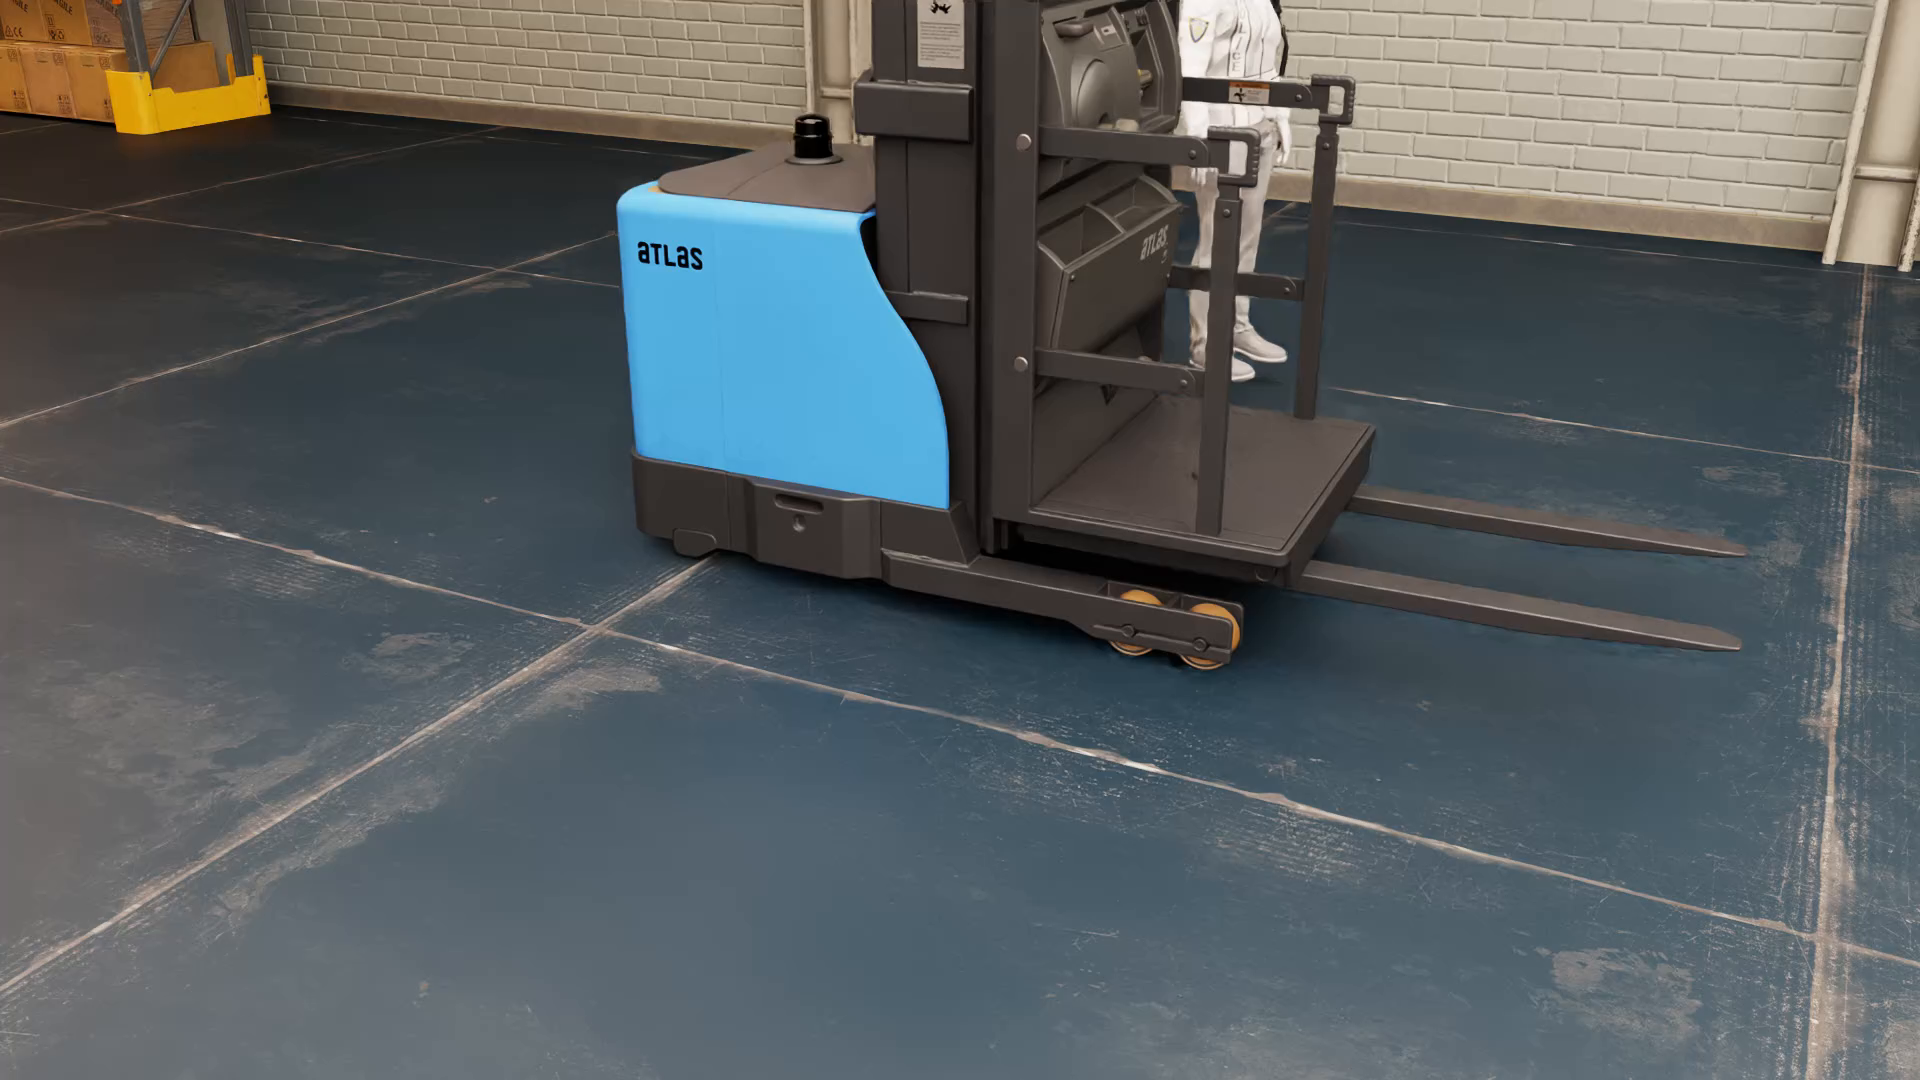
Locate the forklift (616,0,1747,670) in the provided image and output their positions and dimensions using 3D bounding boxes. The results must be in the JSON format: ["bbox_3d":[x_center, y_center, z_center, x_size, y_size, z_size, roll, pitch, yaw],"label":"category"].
[{"bbox_3d":[0.588,-1.252,4.265,3.031,2.935,1.130,10,25,23],"label":"forklift"}]

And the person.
[{"bbox_3d":[1.037,-1.470,6.088,0.407,1.712,0.624,16,28,33],"label":"person"}]
